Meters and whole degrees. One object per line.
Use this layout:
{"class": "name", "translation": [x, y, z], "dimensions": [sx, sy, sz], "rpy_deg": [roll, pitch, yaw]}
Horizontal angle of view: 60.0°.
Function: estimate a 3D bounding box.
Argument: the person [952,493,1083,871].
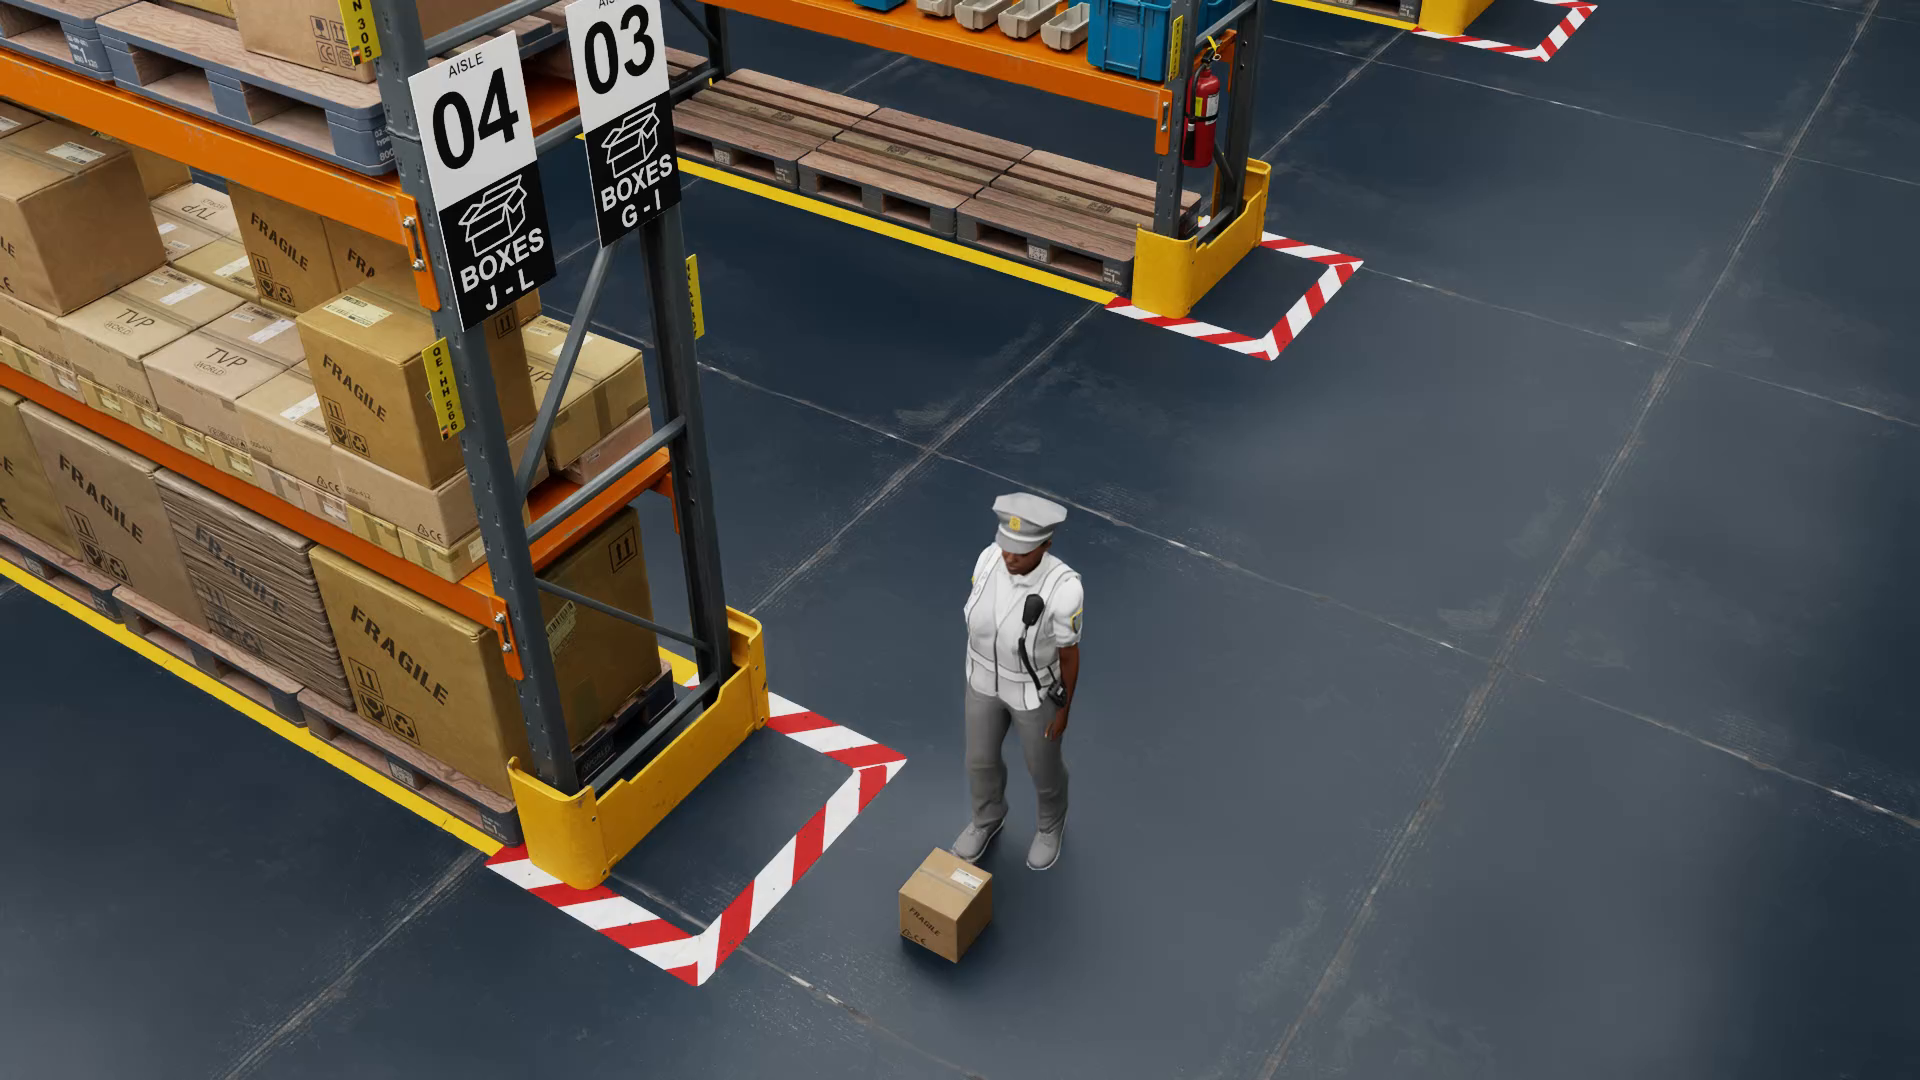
{"class": "person", "translation": [0.208, 0.544, 5.998], "dimensions": [0.439, 1.701, 0.424], "rpy_deg": [23, 44, 26]}
